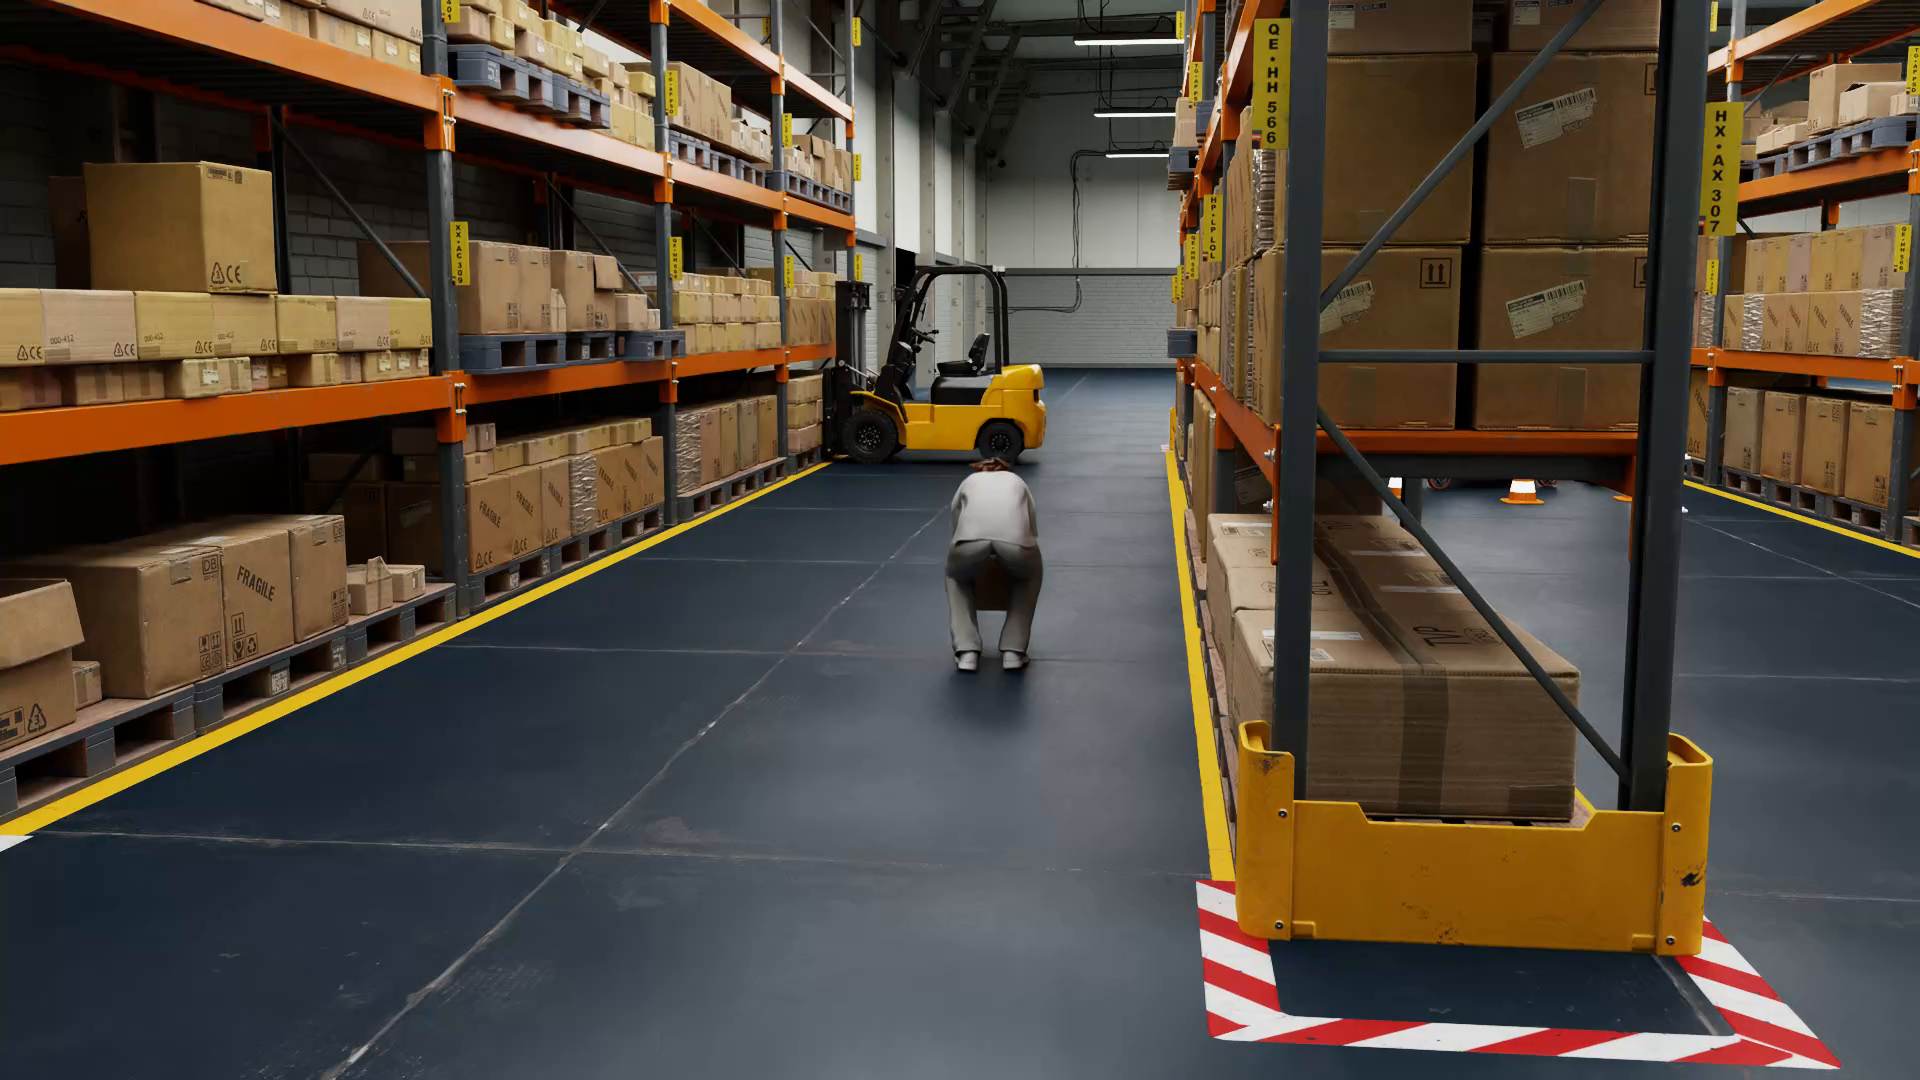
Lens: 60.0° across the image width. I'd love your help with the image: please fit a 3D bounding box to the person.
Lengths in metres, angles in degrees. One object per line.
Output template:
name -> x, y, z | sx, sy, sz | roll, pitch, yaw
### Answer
person -> 0.157, 0.104, 7.795 | 0.468, 0.939, 0.851 | 1, 8, 4
